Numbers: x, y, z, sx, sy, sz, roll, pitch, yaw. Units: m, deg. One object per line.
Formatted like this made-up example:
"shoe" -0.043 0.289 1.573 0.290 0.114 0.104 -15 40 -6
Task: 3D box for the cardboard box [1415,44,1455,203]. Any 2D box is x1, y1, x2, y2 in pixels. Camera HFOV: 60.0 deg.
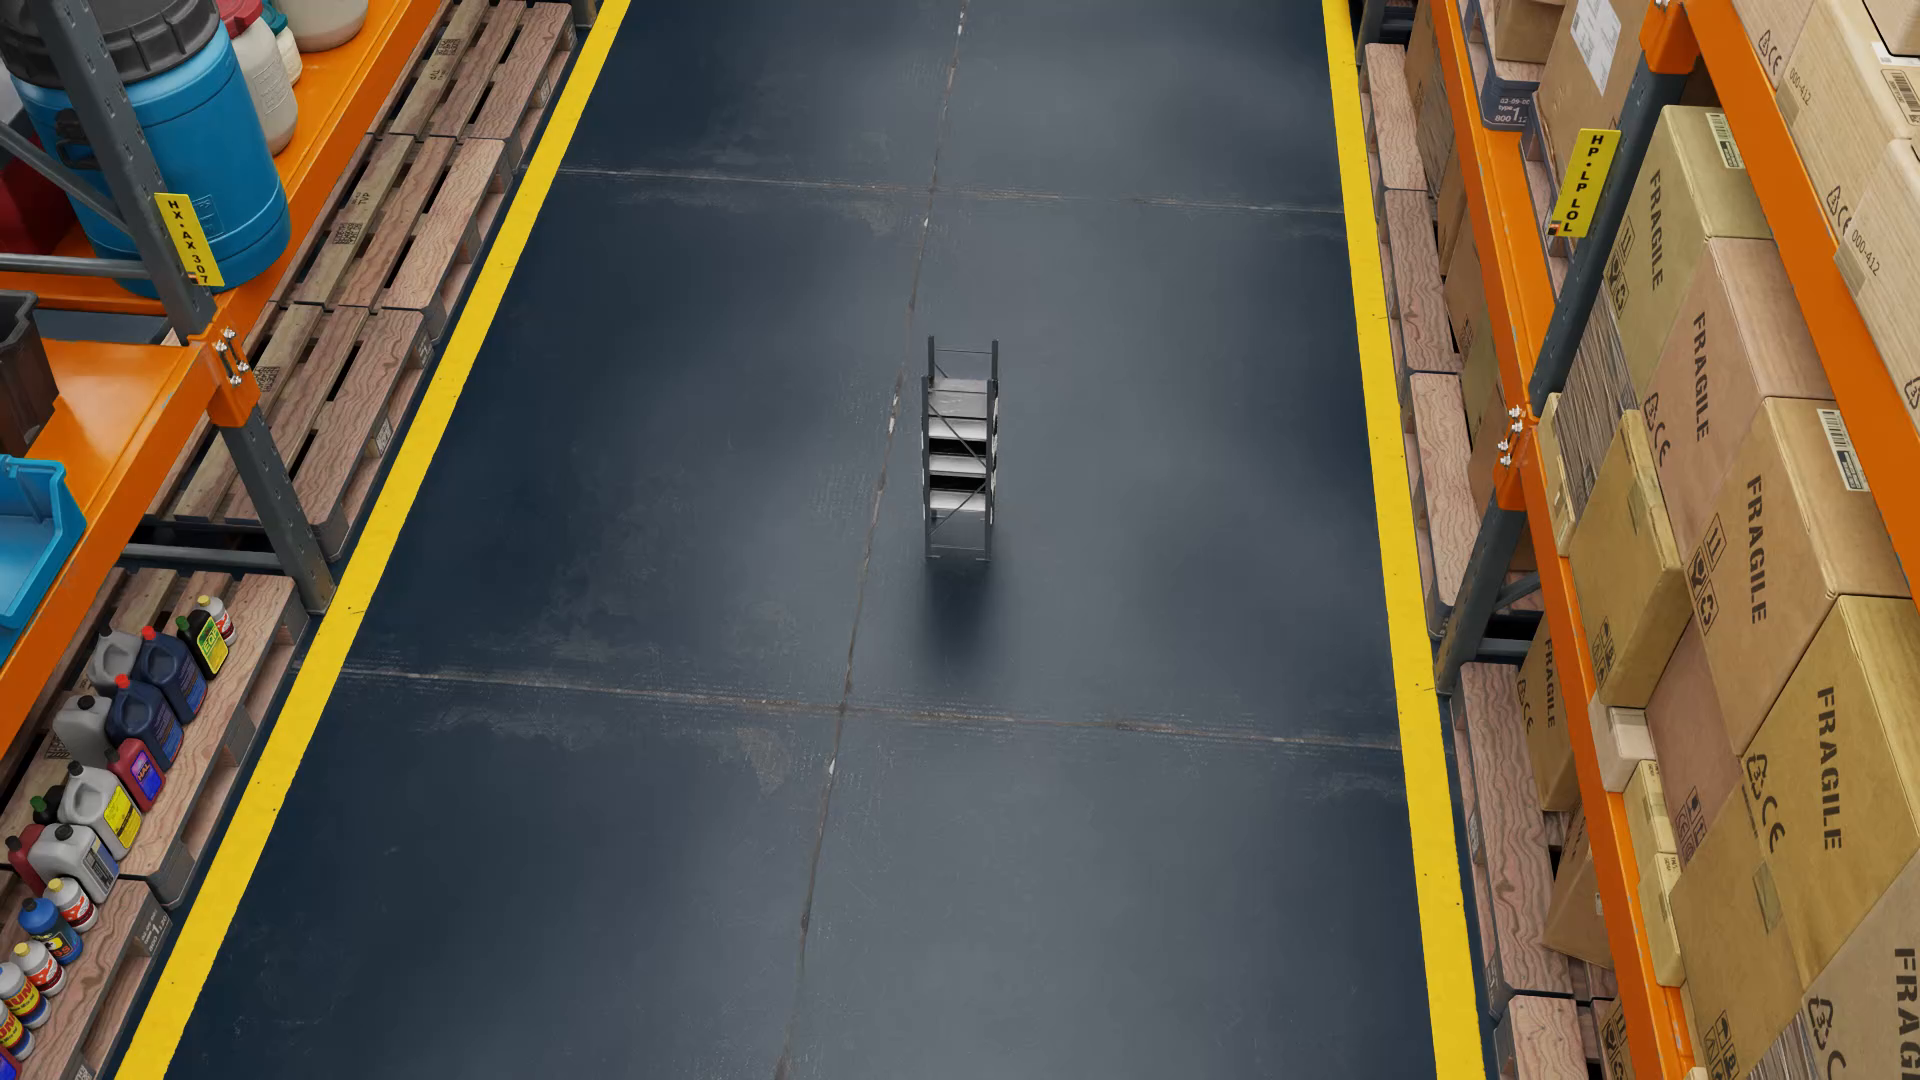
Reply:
"cardboard box" 2.437 -1.829 7.286 0.700 0.500 0.500 0 48 0

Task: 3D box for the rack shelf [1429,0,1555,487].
"rack shelf" 2.334 -1.714 6.272 1.077 0.370 4.000 4 48 4

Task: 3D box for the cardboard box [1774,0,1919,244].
"cardboard box" 1.812 -0.746 2.968 0.500 0.250 0.500 3 48 3

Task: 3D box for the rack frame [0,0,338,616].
"rack frame" -2.781 -0.820 4.967 1.000 3.000 0.127 4 48 4

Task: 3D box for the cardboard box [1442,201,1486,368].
"cardboard box" 2.342 -1.002 6.529 0.700 0.500 0.500 0 48 0

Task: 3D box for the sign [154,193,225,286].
"sign" -2.234 -0.868 4.824 0.100 0.325 0.005 4 48 4

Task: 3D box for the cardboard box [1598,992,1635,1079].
"cardboard box" 2.052 1.389 4.356 0.500 0.500 0.500 0 48 0

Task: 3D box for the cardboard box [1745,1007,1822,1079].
"cardboard box" 1.879 1.176 2.872 0.875 0.500 0.500 4 48 4

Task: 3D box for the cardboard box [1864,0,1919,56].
"cardboard box" 1.813 -0.966 2.899 0.380 0.149 0.250 4 48 4

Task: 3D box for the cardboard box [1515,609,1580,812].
"cardboard box" 2.075 0.506 5.163 0.500 0.500 0.500 3 48 2

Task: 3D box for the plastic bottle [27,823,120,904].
"plastic bottle" -2.618 0.941 4.904 0.152 0.276 0.135 5 48 4

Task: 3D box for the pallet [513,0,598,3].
"pallet" -2.386 -3.400 9.217 1.003 0.211 1.213 4 48 4

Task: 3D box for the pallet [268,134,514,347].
"pallet" -2.639 -1.357 7.348 1.003 0.211 1.213 4 48 4

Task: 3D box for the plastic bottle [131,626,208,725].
"plastic bottle" -2.552 0.418 5.332 0.144 0.351 0.185 3 48 2

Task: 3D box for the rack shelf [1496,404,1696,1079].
"rack shelf" 1.969 1.226 3.584 1.077 0.370 4.000 4 48 4

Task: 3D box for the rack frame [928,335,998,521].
"rack frame" 0.010 -0.384 5.992 0.240 0.900 0.006 4 48 4

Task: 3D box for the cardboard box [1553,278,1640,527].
"cardboard box" 2.049 -0.294 4.217 0.875 0.500 0.500 4 48 4

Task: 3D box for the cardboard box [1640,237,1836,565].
"cardboard box" 1.813 -0.277 3.524 0.500 0.500 0.500 4 48 4

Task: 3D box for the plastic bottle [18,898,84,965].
"plastic bottle" -2.611 1.106 4.756 0.097 0.271 0.097 0 48 0

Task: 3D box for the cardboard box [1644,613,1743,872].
"cardboard box" 2.023 0.445 3.541 0.875 0.500 0.500 4 48 4

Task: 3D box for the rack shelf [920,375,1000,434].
"rack shelf" 0.001 -0.469 5.749 0.258 0.077 0.200 4 48 4

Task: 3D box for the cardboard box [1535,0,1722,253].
"cardboard box" 2.363 -1.405 4.811 1.000 1.000 1.000 4 48 4

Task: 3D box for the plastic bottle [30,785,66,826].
"plastic bottle" -2.704 0.831 4.999 0.061 0.283 0.133 4 48 4

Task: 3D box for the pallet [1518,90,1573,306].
"pallet" 2.366 -0.974 5.238 1.003 0.211 1.213 4 48 4

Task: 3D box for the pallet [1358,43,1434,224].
"pallet" 2.443 -1.911 7.855 1.003 0.211 1.213 4 48 4

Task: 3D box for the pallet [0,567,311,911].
"pallet" -2.883 0.612 5.547 1.003 0.211 1.213 4 48 4

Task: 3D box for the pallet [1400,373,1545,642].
"pallet" 2.221 -0.118 6.215 1.003 0.211 1.213 4 48 4

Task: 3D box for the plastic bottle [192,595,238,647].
"plastic bottle" -2.503 0.264 5.574 0.097 0.201 0.097 0 48 0

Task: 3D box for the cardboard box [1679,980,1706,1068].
"cardboard box" 1.732 1.026 3.449 0.380 0.149 0.250 4 48 4

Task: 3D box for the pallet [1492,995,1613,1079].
"pallet" 2.017 1.849 4.416 1.003 0.211 1.213 4 48 4

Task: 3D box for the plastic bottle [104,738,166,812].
"plastic bottle" -2.543 0.705 5.115 0.061 0.283 0.133 7 48 6

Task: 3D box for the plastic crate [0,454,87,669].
"plastic crate" -2.611 0.062 4.261 0.499 0.251 0.616 4 48 4

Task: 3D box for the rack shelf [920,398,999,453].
"rack shelf" 0.001 -0.409 5.815 0.258 0.077 0.200 4 48 4

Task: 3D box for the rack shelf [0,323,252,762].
"rack shelf" -2.963 0.893 3.888 1.077 0.370 4.000 4 48 4

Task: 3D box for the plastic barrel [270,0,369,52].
"plastic barrel" -2.408 -2.093 6.040 0.433 0.535 0.433 0 48 0

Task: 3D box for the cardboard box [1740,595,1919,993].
"cardboard box" 1.733 0.458 2.851 0.500 0.500 0.500 4 48 4

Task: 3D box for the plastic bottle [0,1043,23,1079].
"plastic bottle" -2.631 1.411 4.469 0.061 0.283 0.133 5 48 4

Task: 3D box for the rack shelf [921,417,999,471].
"rack shelf" 0.001 -0.348 5.882 0.258 0.077 0.200 4 48 4

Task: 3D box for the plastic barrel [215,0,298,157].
"plastic barrel" -2.475 -1.554 5.546 0.433 0.535 0.433 0 48 0

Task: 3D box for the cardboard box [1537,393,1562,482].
"cardboard box" 1.833 -0.264 4.629 0.380 0.149 0.250 4 48 4

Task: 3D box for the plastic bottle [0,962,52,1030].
"plastic bottle" -2.629 1.255 4.620 0.097 0.271 0.097 0 48 0

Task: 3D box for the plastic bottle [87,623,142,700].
"plastic bottle" -2.696 0.409 5.341 0.144 0.351 0.185 4 48 4

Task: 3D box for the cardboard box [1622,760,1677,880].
"cardboard box" 1.743 0.656 3.788 0.380 0.149 0.250 4 48 4

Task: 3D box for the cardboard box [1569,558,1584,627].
"cardboard box" 1.802 0.104 4.292 0.380 0.149 0.250 4 48 4

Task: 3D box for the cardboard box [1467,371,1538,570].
"cardboard box" 2.229 -0.241 5.834 0.700 0.500 0.500 1 48 1

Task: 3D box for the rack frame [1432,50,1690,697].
"rack frame" 2.152 -0.487 4.662 1.000 3.000 0.127 4 48 4

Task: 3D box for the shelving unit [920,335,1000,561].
"shelving unit" 0.001 -0.310 5.923 0.258 0.900 0.210 4 48 4
